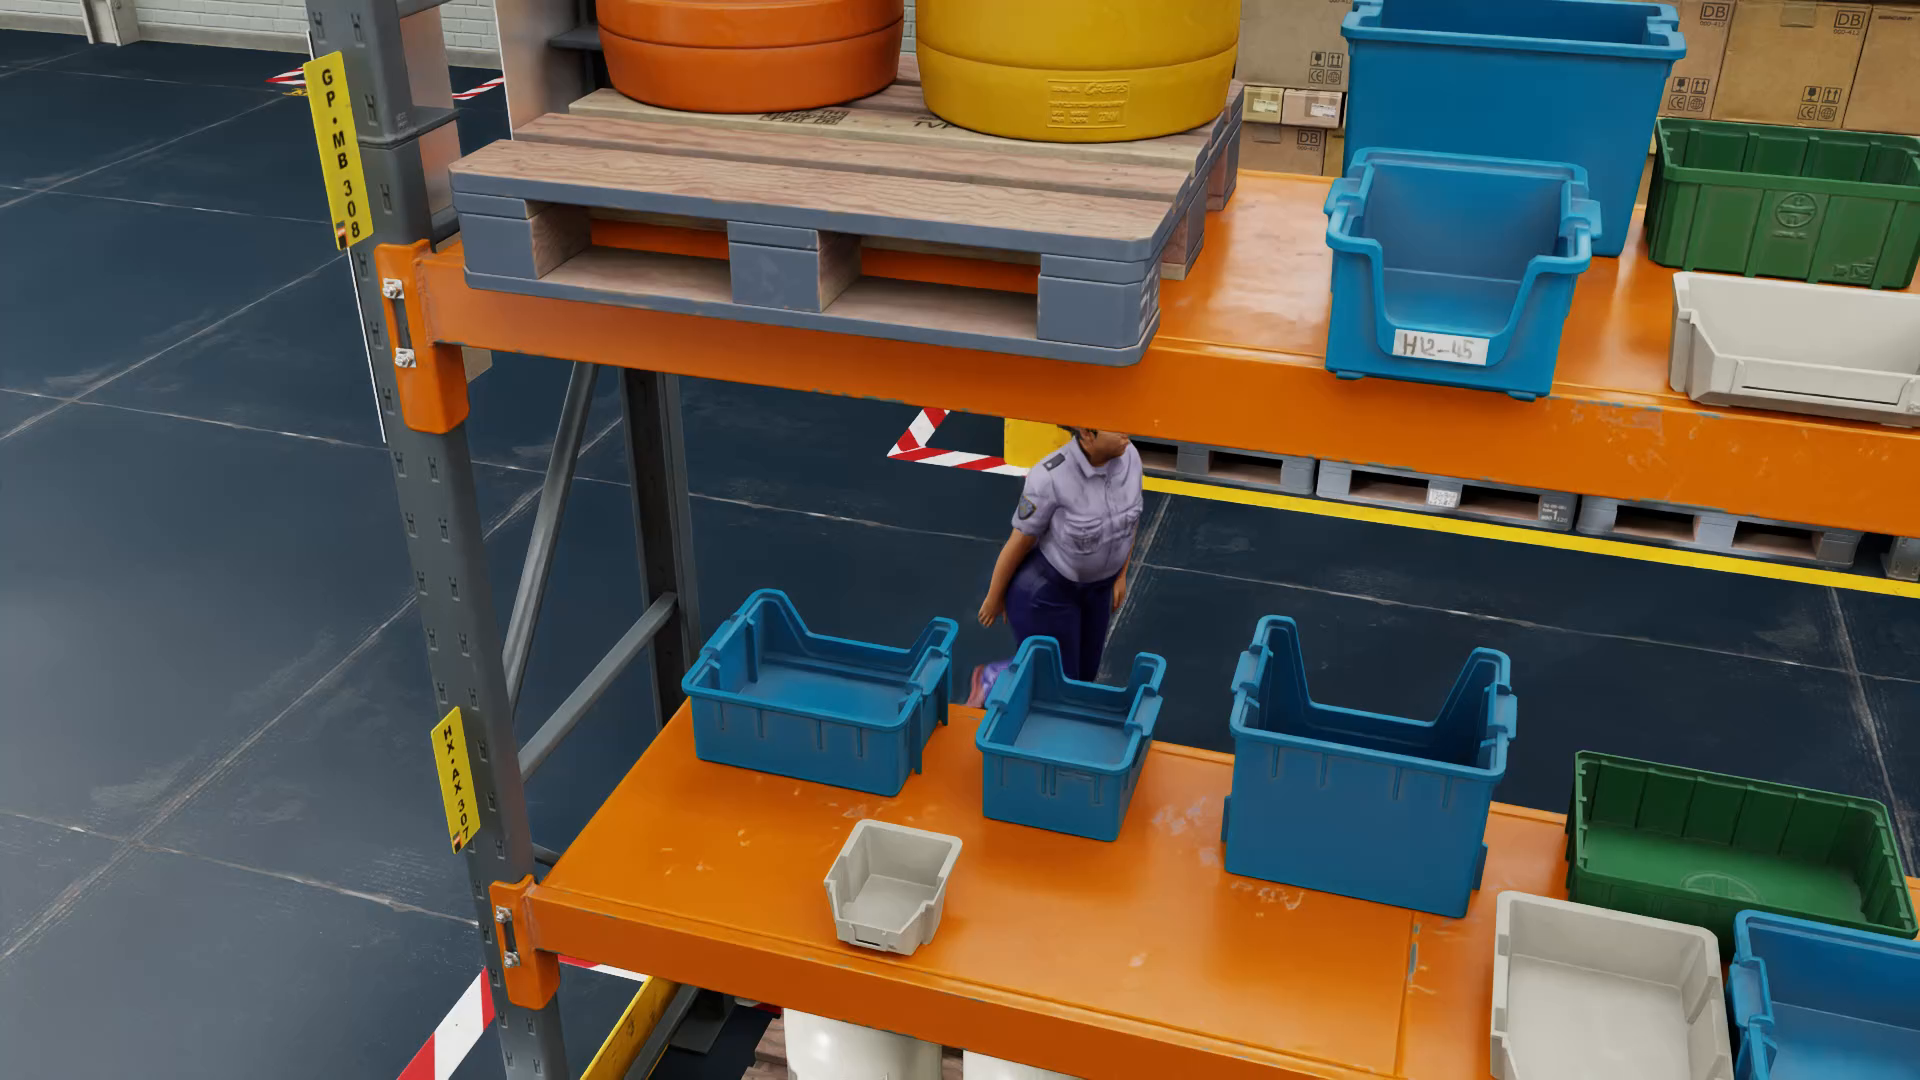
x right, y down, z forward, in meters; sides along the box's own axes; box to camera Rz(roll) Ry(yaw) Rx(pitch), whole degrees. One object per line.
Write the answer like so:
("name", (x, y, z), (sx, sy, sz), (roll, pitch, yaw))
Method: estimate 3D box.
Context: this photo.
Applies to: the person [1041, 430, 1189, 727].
("person", (0.533, 0.237, 5.676), (0.522, 1.640, 0.438), (-22, 36, -34))
